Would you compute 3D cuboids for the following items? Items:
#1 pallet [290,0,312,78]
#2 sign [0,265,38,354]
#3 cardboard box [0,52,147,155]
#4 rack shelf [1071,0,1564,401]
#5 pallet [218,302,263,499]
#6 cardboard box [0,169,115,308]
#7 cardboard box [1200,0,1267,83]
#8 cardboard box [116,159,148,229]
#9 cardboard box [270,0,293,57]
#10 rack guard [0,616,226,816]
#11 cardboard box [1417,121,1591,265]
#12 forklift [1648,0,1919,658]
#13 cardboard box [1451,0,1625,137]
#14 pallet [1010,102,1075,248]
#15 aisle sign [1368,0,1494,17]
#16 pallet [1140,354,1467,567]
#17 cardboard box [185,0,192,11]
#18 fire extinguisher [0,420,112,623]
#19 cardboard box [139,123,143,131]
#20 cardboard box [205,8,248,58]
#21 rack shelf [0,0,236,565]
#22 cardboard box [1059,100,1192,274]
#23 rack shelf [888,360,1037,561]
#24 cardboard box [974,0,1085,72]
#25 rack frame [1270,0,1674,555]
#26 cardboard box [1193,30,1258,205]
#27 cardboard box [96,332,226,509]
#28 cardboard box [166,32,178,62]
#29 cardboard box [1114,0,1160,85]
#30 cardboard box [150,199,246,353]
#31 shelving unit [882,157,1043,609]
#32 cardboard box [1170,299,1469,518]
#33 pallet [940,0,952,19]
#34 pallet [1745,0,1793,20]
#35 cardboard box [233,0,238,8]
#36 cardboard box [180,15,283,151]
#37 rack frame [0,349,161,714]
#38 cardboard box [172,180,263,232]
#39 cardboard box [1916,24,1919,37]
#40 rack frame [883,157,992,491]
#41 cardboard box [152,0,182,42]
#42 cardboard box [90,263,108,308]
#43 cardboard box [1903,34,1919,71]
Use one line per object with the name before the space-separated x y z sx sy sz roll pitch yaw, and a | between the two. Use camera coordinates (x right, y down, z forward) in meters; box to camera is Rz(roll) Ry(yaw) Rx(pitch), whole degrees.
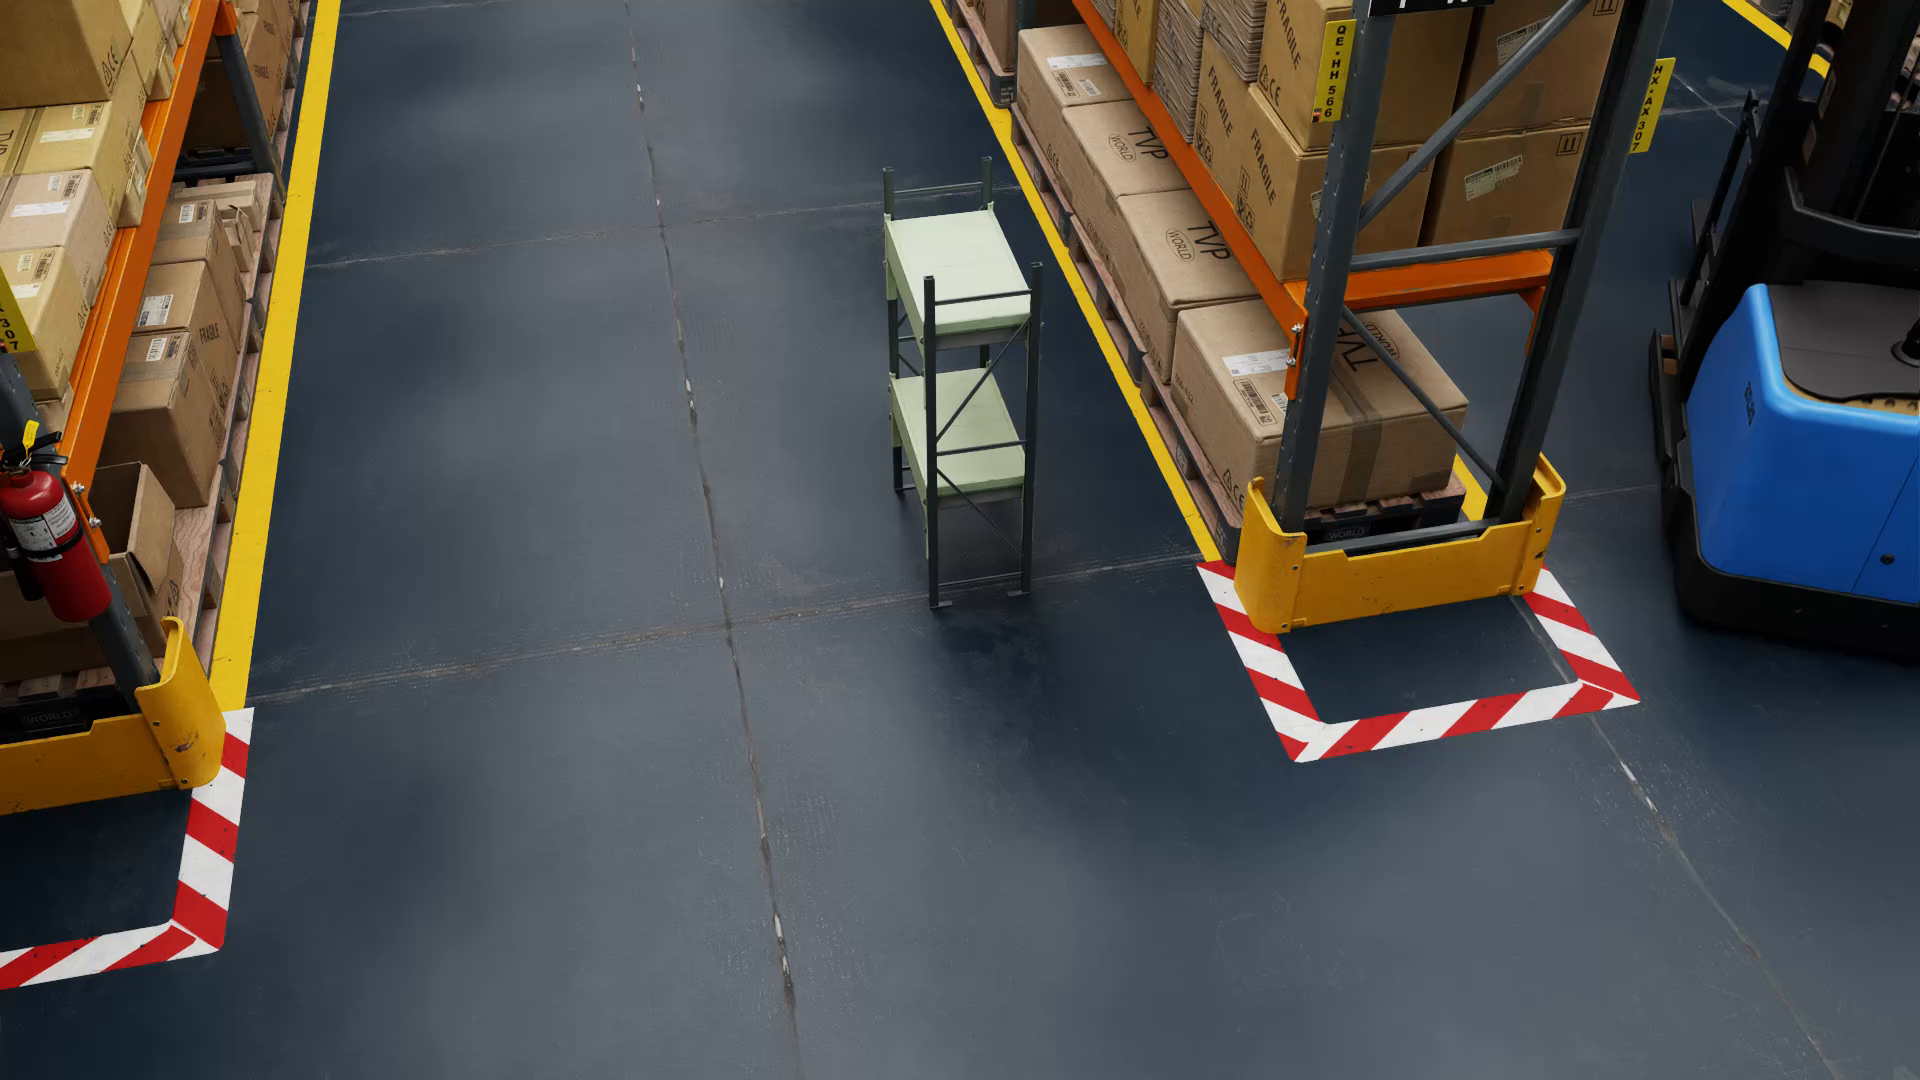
pallet | -4.521 -3.114 10.099 1.003 0.211 1.213 -8 42 -9
sign | -2.649 -0.652 4.573 0.100 0.325 0.005 -8 42 -9
cardboard box | -3.366 -1.621 6.206 0.500 0.250 0.500 -9 42 -10
rack shelf | 1.236 -1.991 7.276 1.077 0.370 4.000 -8 42 -9
pallet | -3.628 -0.562 7.225 1.003 0.211 1.213 -8 42 -9
cardboard box | -3.122 -0.965 5.466 0.500 0.250 0.500 -8 42 -9
cardboard box | 1.189 -1.988 5.902 0.500 0.500 0.500 -8 42 -9
cardboard box | -3.211 -1.251 6.089 0.380 0.149 0.250 -9 42 -11
cardboard box | -4.154 -3.079 9.526 0.500 0.500 0.500 -10 42 -11
rack guard | -3.195 0.635 5.658 1.175 0.500 0.348 -8 42 -9
cardboard box | 1.844 -1.353 5.940 0.500 0.500 0.500 -9 42 -10
forklift | 3.632 -1.631 6.380 1.130 2.935 3.031 10 43 11
cardboard box | 1.842 -1.727 5.608 0.500 0.500 0.500 -9 42 -10
pallet | 0.892 -2.010 8.855 1.003 0.211 1.213 -8 42 -9
aisle sign | 1.380 -1.845 4.611 0.394 0.787 0.004 -8 42 -9
pallet | 1.418 -0.428 7.073 1.003 0.211 1.213 -8 42 -9
cardboard box | -3.649 -2.413 7.398 0.380 0.149 0.250 -7 42 -8
fire extinguisher | -2.695 -0.053 4.889 0.296 0.674 0.183 -8 42 -9
cardboard box | -3.411 -1.576 6.455 0.380 0.149 0.250 -8 42 -9
cardboard box | -3.859 -2.578 8.473 0.380 0.149 0.250 -6 42 -7
rack shelf | -3.610 -1.278 6.472 1.077 0.370 4.000 -8 42 -9
cardboard box | 1.029 -1.753 8.079 0.875 0.438 0.875 -10 42 -11
rack shelf | -0.001 -0.321 6.473 0.431 0.370 0.720 -8 42 -9
cardboard box | 0.592 -3.310 9.503 0.875 0.875 0.875 -7 42 -8
rack frame | 1.667 -0.964 5.576 1.000 3.000 0.127 -8 42 -9
cardboard box | 1.211 -1.603 6.222 0.500 0.500 0.500 -9 42 -10
cardboard box | -3.364 -0.442 6.555 0.700 0.500 0.500 -7 42 -8
cardboard box | -3.539 -2.074 7.016 0.380 0.149 0.250 -7 42 -8
cardboard box | 0.967 -2.268 6.971 0.500 0.500 0.500 -7 42 -8
cardboard box | -3.588 -1.115 7.313 0.700 0.500 0.500 -10 43 -11
shelving unit | -0.001 -0.565 6.257 0.431 1.500 0.755 -8 42 -9
cardboard box | 1.427 -0.576 6.753 0.875 0.438 0.875 -10 43 -11
pallet | 0.297 -3.796 10.867 1.003 0.211 1.213 -8 42 -9
pallet | 5.446 -3.793 10.864 1.003 0.211 1.213 -8 42 -9
cardboard box | -4.061 -2.912 8.849 0.380 0.149 0.250 -10 43 -12
cardboard box | -3.926 -2.411 8.773 0.500 0.500 0.500 -7 42 -7
rack frame | -3.178 -0.250 4.772 1.000 3.000 0.127 -8 42 -9
cardboard box | -3.635 -1.615 8.141 0.380 0.149 0.250 -10 42 -11
cardboard box | 5.611 -2.949 9.420 0.380 0.149 0.250 -9 42 -10
rack frame | -0.080 -0.802 6.524 0.400 1.500 0.023 -8 42 -9
cardboard box | -3.571 -2.280 6.948 0.500 0.250 0.500 -8 42 -9
cardboard box | -3.167 -0.905 5.699 0.380 0.149 0.250 -7 42 -8
cardboard box | 5.542 -2.814 9.492 0.380 0.149 0.250 -9 42 -9
